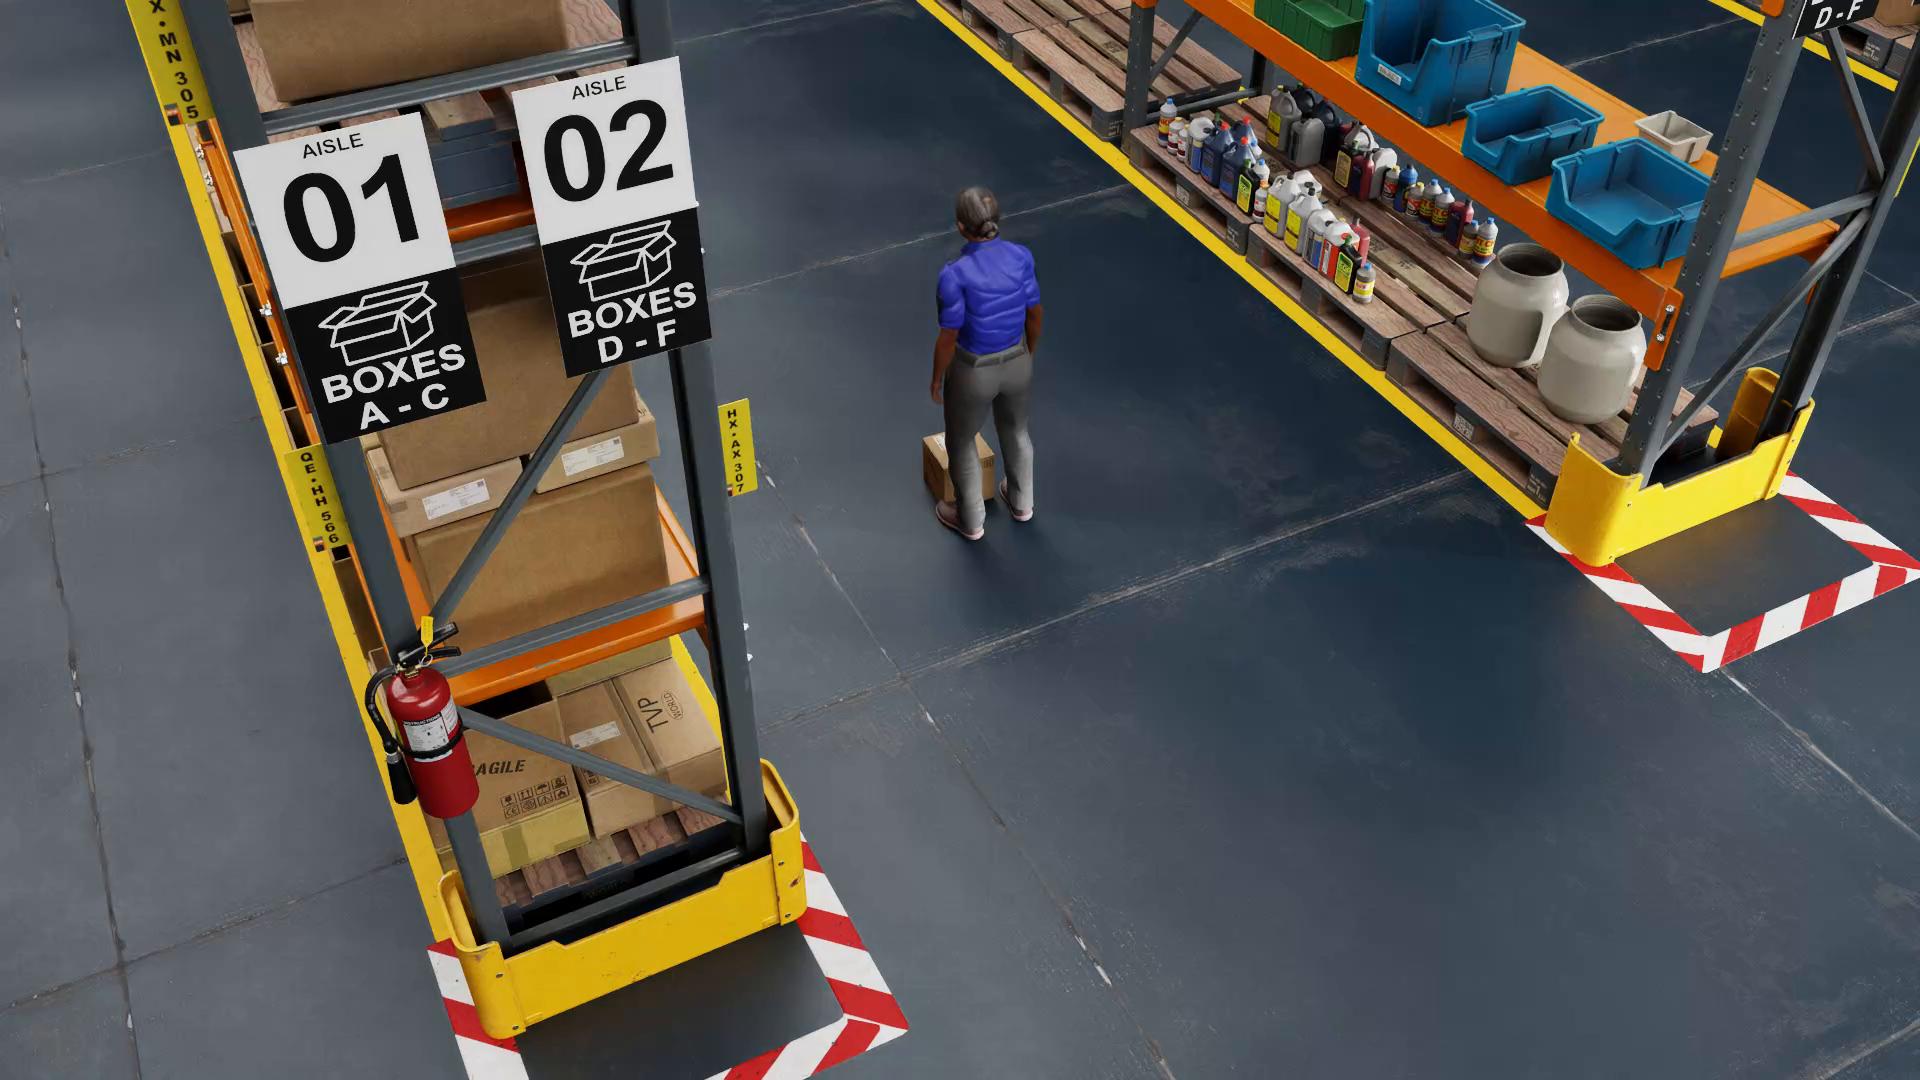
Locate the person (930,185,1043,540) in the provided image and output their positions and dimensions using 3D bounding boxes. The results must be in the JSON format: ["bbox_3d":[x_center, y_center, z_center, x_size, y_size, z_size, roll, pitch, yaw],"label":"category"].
[{"bbox_3d":[0.112,-0.721,6.977,0.506,1.655,0.346,-19,45,-20],"label":"person"}]
